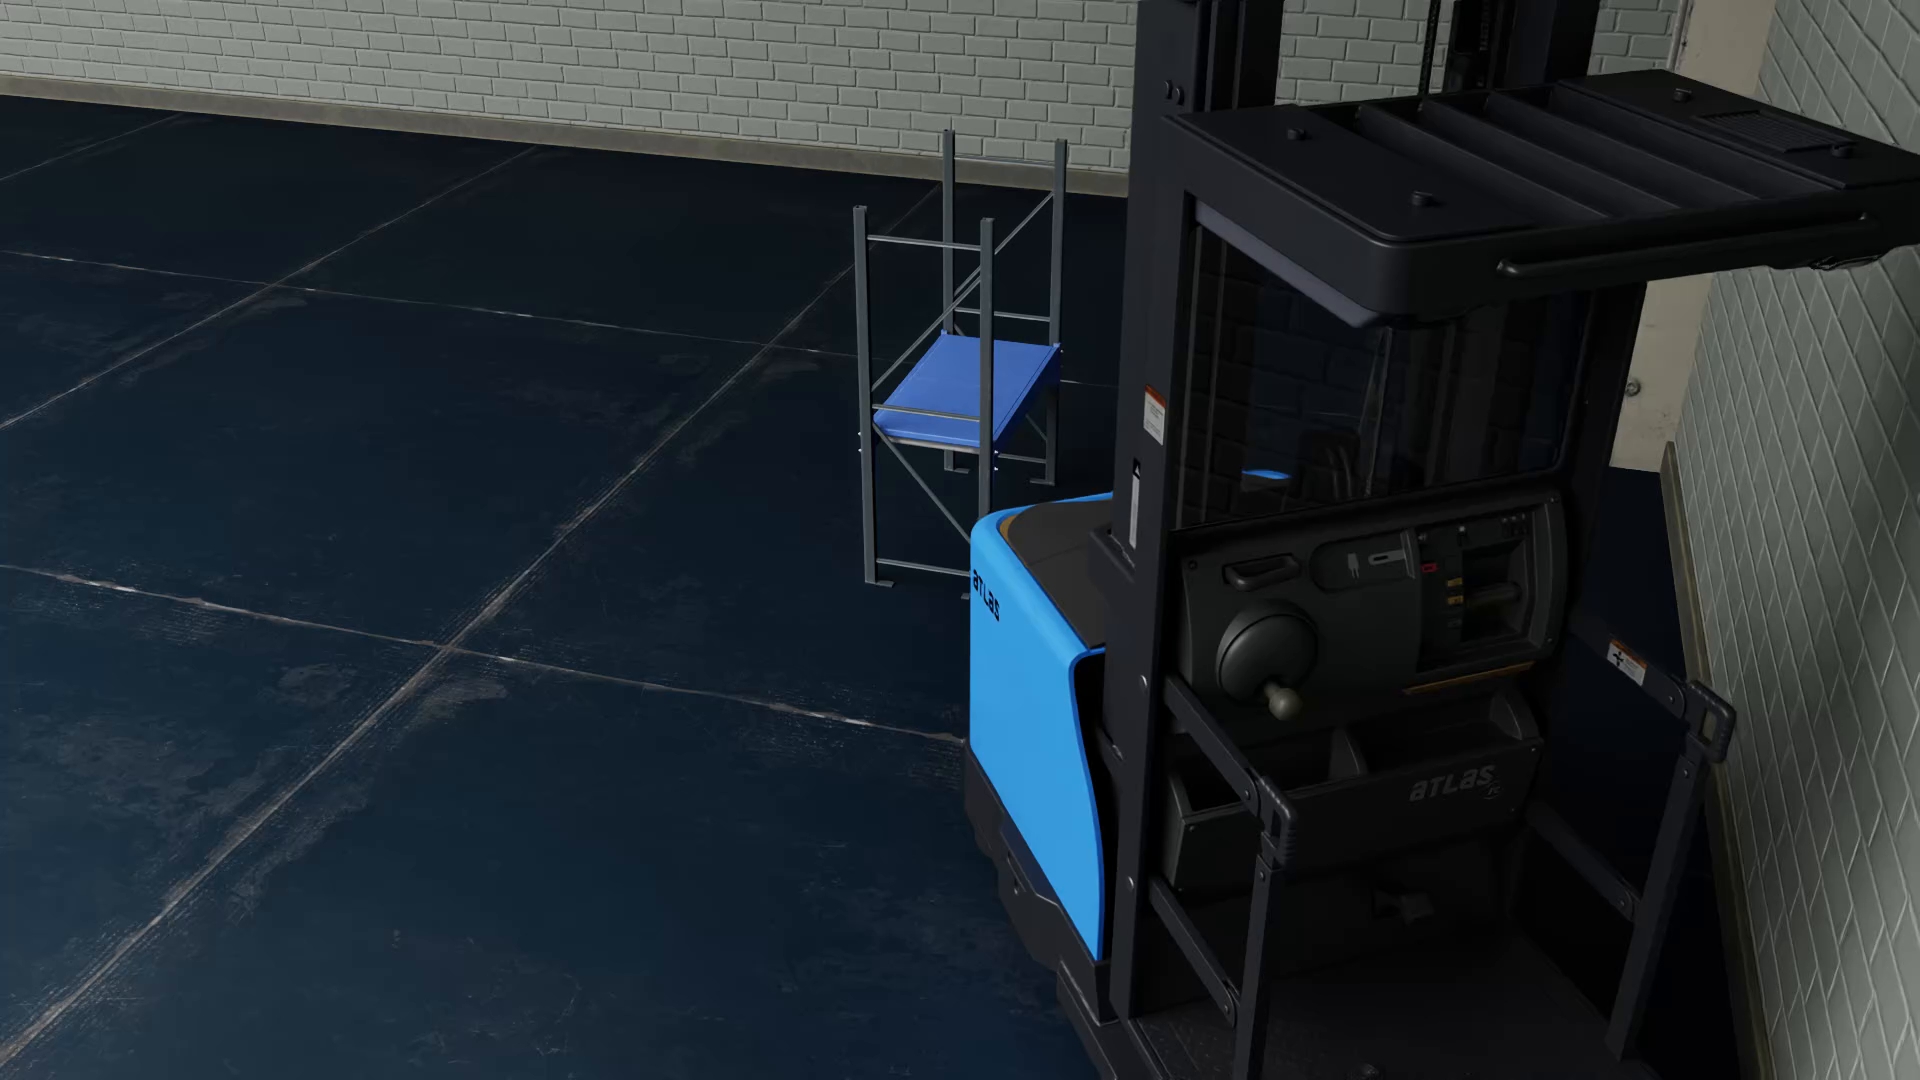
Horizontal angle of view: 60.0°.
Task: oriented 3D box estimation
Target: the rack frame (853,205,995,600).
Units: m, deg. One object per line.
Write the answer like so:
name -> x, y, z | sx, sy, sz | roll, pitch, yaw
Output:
rack frame -> -0.124, -0.459, 6.032 | 0.500, 1.500, 0.032 | 8, 30, 15

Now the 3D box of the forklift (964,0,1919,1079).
forklift -> 0.975, 0.182, 3.407 | 1.130, 2.935, 3.031 | -10, 30, -17

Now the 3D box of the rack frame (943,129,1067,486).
rack frame -> 0.174, -0.931, 6.881 | 0.500, 1.500, 0.032 | 8, 30, 15

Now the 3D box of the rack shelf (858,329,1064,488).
rack shelf -> 0.025, -0.538, 6.544 | 0.538, 0.185, 1.000 | 8, 30, 15

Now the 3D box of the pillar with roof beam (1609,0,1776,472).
pillar with roof beam -> -1.105, -4.951, 6.394 | 9.100, 9.000, 0.400 | 8, 30, 15

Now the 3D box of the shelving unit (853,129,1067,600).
shelving unit -> 0.025, -0.695, 6.457 | 0.538, 1.500, 1.048 | 8, 30, 15
